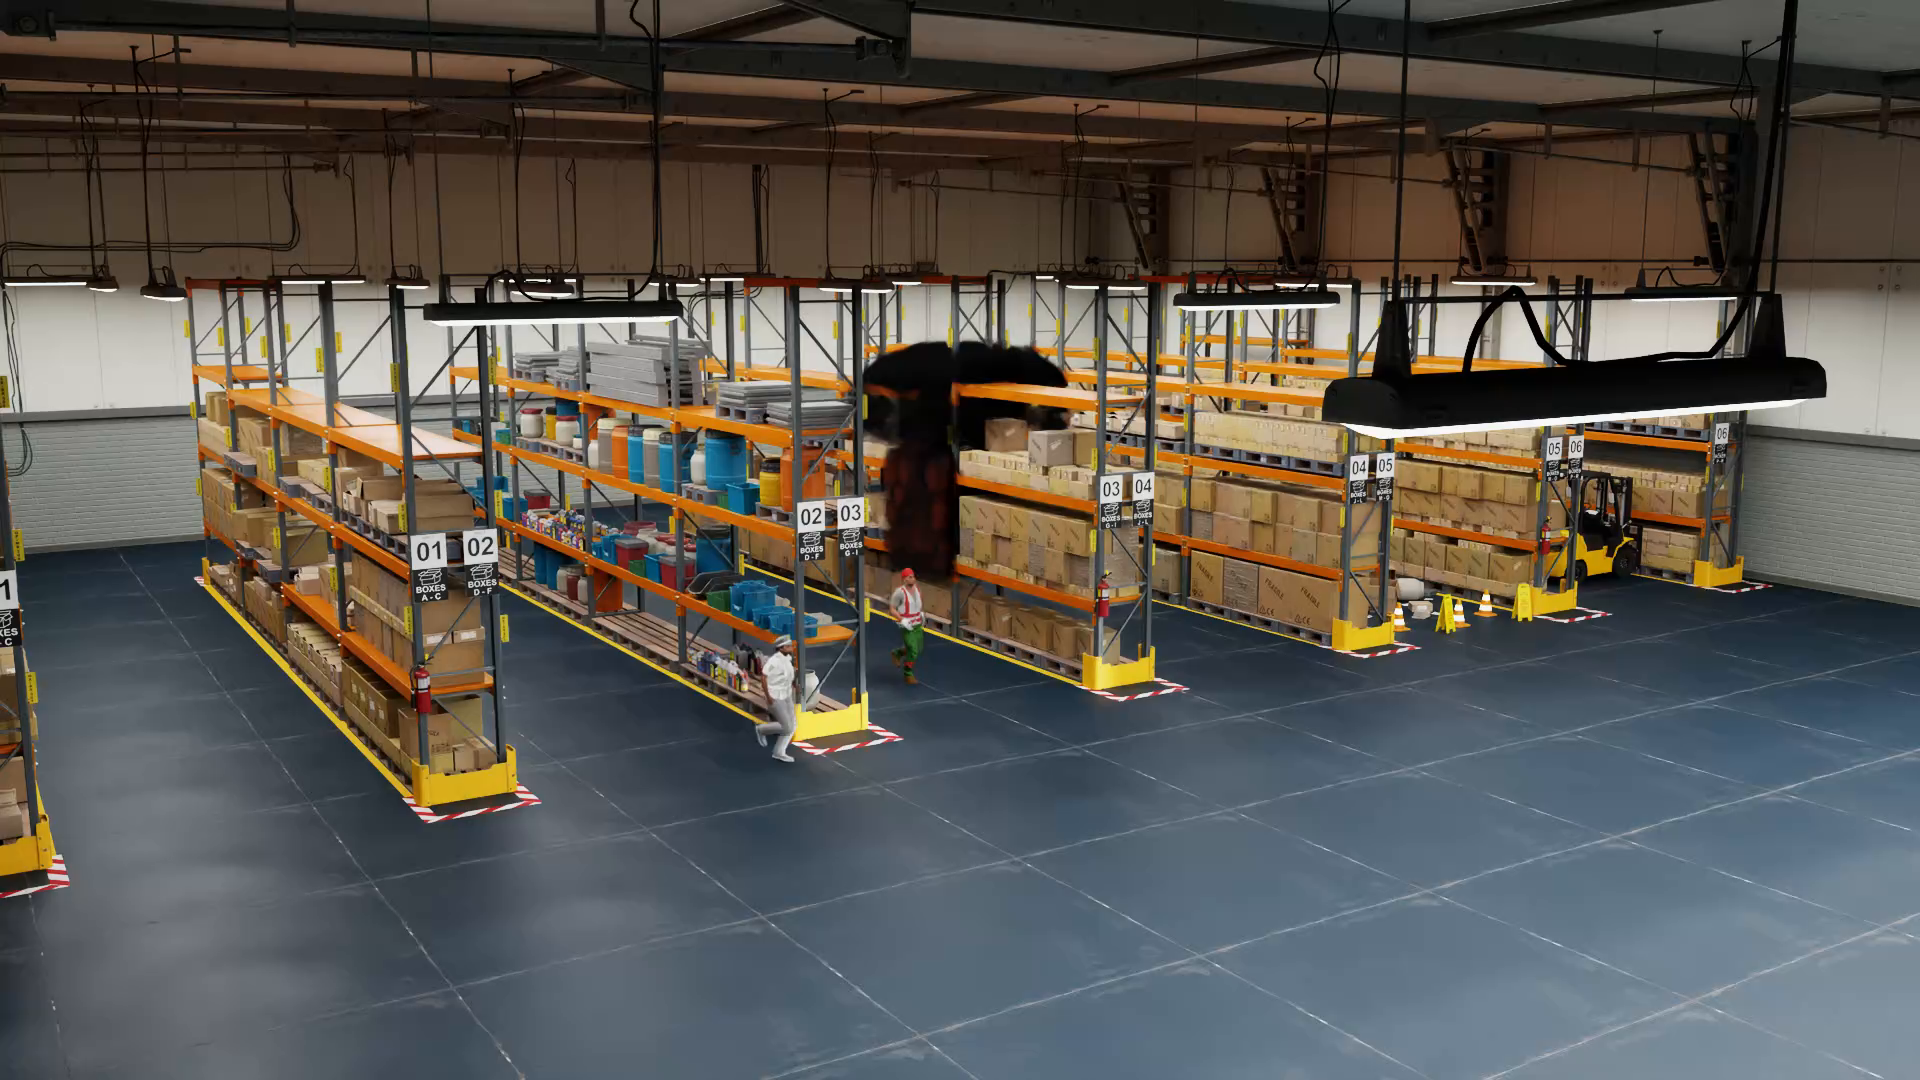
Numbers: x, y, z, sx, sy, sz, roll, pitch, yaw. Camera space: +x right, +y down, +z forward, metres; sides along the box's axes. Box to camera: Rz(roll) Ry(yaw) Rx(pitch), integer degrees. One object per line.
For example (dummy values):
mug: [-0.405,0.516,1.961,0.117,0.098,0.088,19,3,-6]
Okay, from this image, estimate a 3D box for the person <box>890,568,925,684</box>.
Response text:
person: [-0.825,1.277,25.214,0.678,1.763,0.655,9,13,44]

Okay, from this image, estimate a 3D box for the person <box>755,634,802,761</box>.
person: [-2.313,2.006,21.190,0.594,1.662,0.594,4,10,21]
